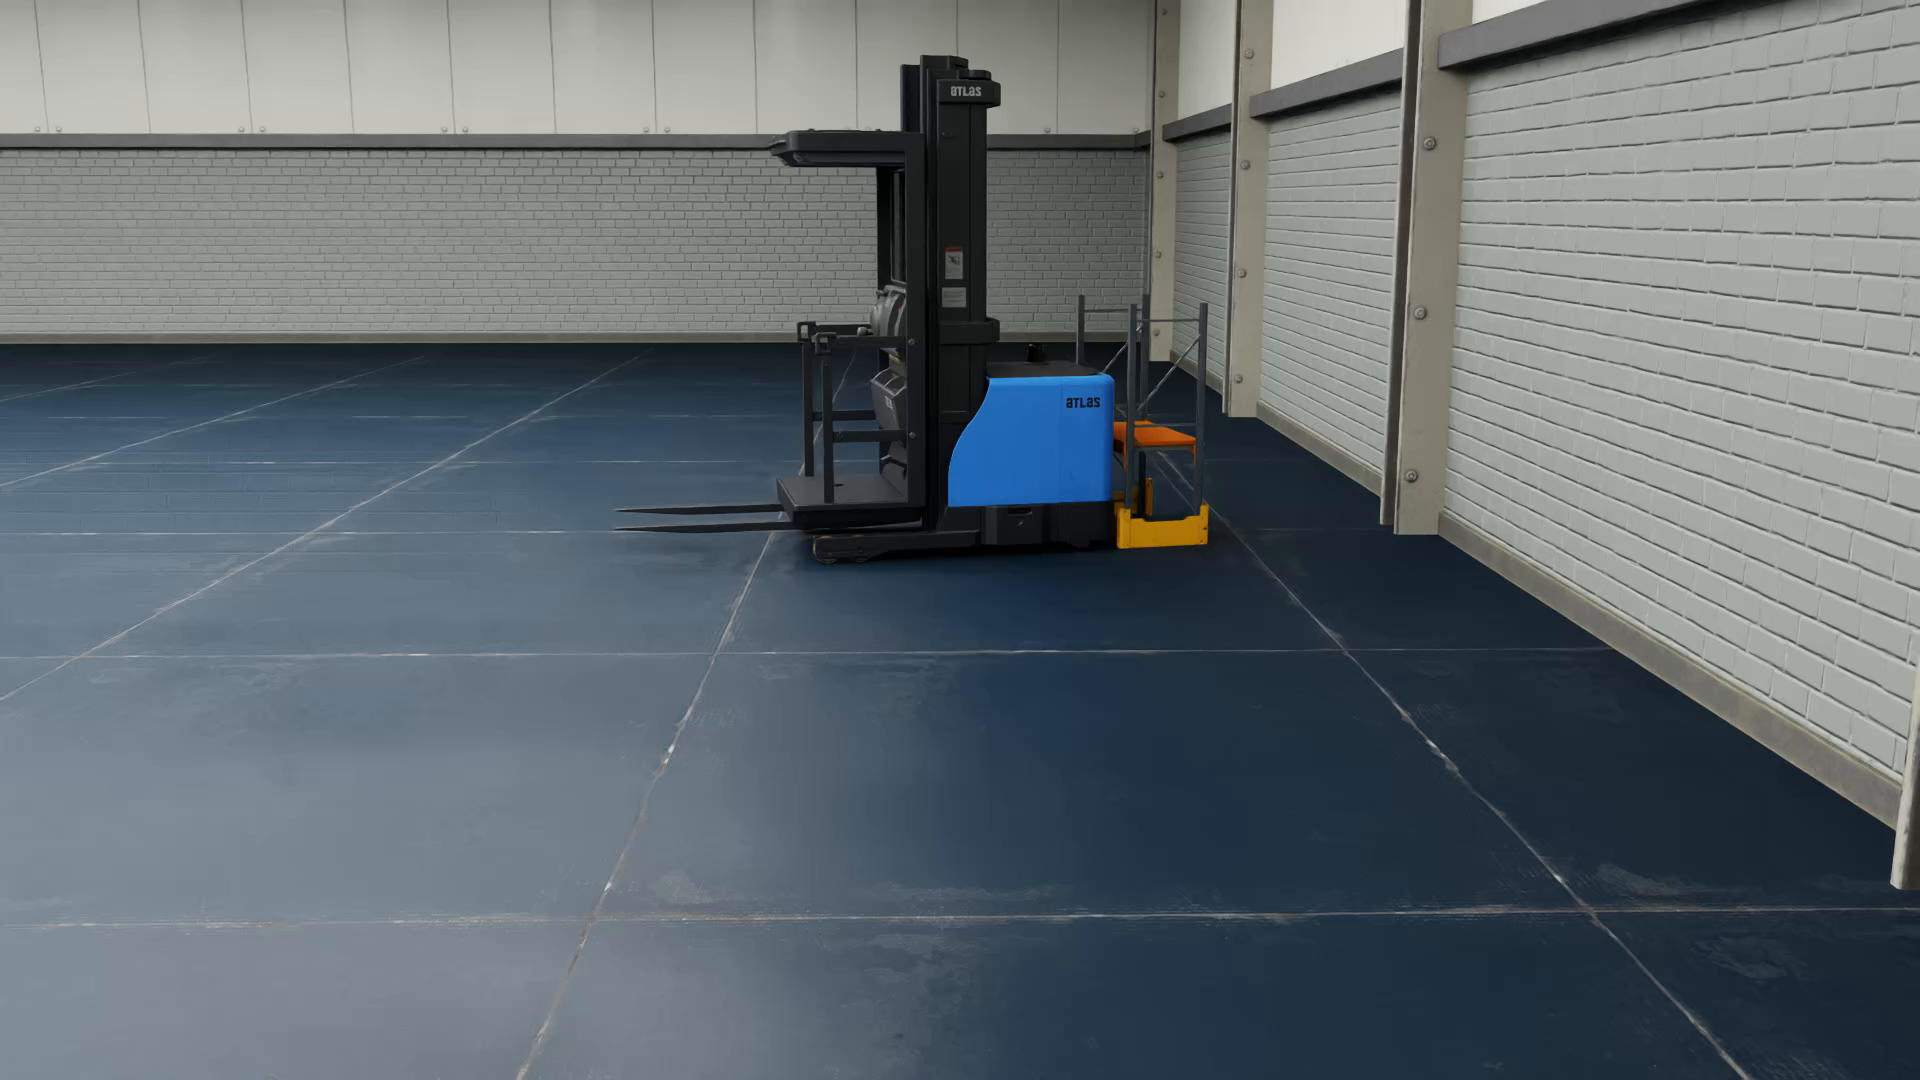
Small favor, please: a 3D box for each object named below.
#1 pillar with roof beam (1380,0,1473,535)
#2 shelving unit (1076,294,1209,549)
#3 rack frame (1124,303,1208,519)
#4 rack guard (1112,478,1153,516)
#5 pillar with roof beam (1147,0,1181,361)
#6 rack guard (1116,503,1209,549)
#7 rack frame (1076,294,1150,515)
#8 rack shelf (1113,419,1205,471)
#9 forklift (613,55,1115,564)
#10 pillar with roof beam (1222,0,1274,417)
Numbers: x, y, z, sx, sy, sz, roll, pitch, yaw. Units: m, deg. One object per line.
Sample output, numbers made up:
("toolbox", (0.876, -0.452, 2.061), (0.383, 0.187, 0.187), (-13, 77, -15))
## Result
("pillar with roof beam", (-1.342, -4.467, 9.947), (9.100, 9.000, 0.400), (0, 11, -1))
("shelving unit", (1.146, -0.799, 10.723), (0.587, 1.500, 1.083), (-3, 12, -14))
("rack frame", (1.266, -0.703, 10.248), (0.500, 1.500, 0.032), (-3, 12, -14))
("rack guard", (1.026, -0.282, 11.321), (0.587, 0.250, 0.087), (-3, 12, -14))
("pillar with roof beam", (-1.590, -6.853, 21.705), (9.100, 9.000, 0.400), (0, 11, -1))
("rack guard", (1.265, -0.090, 10.373), (0.587, 0.250, 0.087), (-3, 12, -14))
("rack frame", (1.022, -0.899, 11.215), (0.500, 1.500, 0.032), (-3, 12, -14))
("rack shelf", (1.144, -0.624, 10.767), (0.538, 0.185, 1.000), (-3, 12, -14))
("forklift", (-0.617, -1.411, 10.142), (3.031, 2.935, 1.130), (-2, 12, -12))
("pillar with roof beam", (-1.466, -5.660, 15.826), (9.100, 9.000, 0.400), (0, 11, -1))
